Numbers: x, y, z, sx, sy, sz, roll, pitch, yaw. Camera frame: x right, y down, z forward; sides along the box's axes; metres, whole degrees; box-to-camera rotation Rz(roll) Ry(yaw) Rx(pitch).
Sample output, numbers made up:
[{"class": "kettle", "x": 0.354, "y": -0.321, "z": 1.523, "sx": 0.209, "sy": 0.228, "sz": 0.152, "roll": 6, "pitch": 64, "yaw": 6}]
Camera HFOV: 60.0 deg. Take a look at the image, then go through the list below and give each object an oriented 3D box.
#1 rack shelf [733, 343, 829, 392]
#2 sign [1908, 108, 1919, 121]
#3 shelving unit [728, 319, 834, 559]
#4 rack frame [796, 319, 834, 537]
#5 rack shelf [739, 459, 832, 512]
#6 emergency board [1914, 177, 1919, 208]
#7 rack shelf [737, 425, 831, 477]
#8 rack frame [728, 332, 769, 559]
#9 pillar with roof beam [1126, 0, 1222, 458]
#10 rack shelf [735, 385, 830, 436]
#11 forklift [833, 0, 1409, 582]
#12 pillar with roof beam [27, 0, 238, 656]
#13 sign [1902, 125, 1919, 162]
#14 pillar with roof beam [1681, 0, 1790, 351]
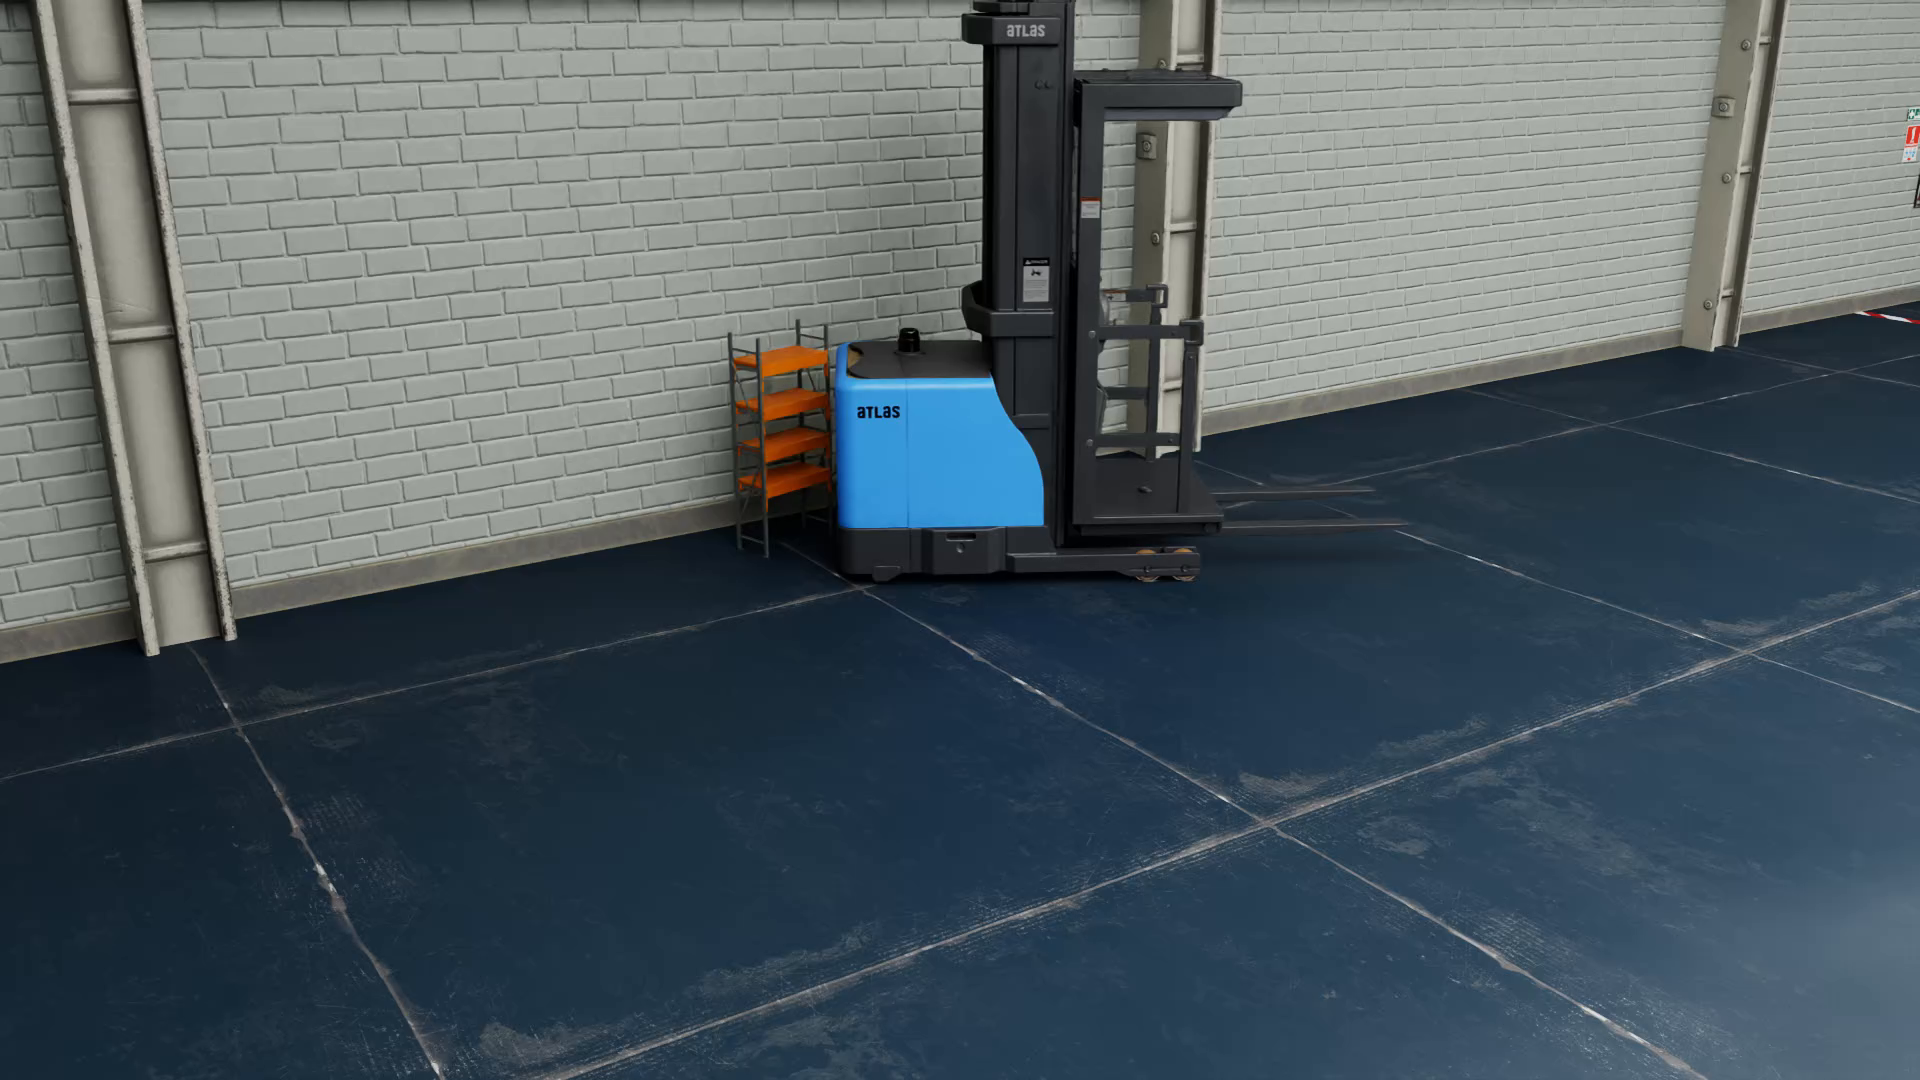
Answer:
[{"class": "rack shelf", "x": -0.962, "y": -0.924, "z": 8.878, "sx": 0.258, "sy": 0.148, "sz": 0.480, "roll": 16, "pitch": 24, "yaw": 39}, {"class": "sign", "x": 8.772, "y": -3.902, "z": 15.221, "sx": 0.331, "sy": 0.109, "sz": 0.001, "roll": -12, "pitch": 22, "yaw": -31}, {"class": "shelving unit", "x": -0.962, "y": -0.552, "z": 9.004, "sx": 0.258, "sy": 1.200, "sz": 0.503, "roll": 16, "pitch": 24, "yaw": 39}, {"class": "rack frame", "x": -0.800, "y": -0.610, "z": 9.177, "sx": 0.240, "sy": 1.200, "sz": 0.015, "roll": 16, "pitch": 24, "yaw": 39}, {"class": "rack shelf", "x": -0.962, "y": -0.300, "z": 9.089, "sx": 0.258, "sy": 0.148, "sz": 0.480, "roll": 16, "pitch": 24, "yaw": 39}, {"class": "emergency board", "x": 9.265, "y": -3.709, "z": 15.532, "sx": 0.626, "sy": 1.169, "sz": 0.157, "roll": -12, "pitch": 22, "yaw": -31}, {"class": "rack shelf", "x": -0.962, "y": -0.488, "z": 9.025, "sx": 0.258, "sy": 0.148, "sz": 0.480, "roll": 16, "pitch": 24, "yaw": 39}, {"class": "rack frame", "x": -1.123, "y": -0.493, "z": 8.830, "sx": 0.240, "sy": 1.200, "sz": 0.015, "roll": 16, "pitch": 24, "yaw": 39}, {"class": "pillar with roof beam", "x": 3.713, "y": -3.708, "z": 6.161, "sx": 0.400, "sy": 9.000, "sz": 9.100, "roll": -12, "pitch": 22, "yaw": -31}, {"class": "rack shelf", "x": -0.962, "y": -0.700, "z": 8.953, "sx": 0.258, "sy": 0.148, "sz": 0.480, "roll": 16, "pitch": 24, "yaw": 39}, {"class": "forklift", "x": 0.849, "y": -1.340, "z": 8.631, "sx": 3.031, "sy": 2.935, "sz": 1.130, "roll": -1, "pitch": 19, "yaw": -3}, {"class": "pillar with roof beam", "x": -1.299, "y": -2.651, "z": 3.035, "sx": 0.400, "sy": 9.000, "sz": 9.100, "roll": -12, "pitch": 22, "yaw": -31}, {"class": "sign", "x": 8.764, "y": -3.653, "z": 15.310, "sx": 0.234, "sy": 0.329, "sz": 0.001, "roll": -12, "pitch": 22, "yaw": -31}, {"class": "pillar with roof beam", "x": 8.724, "y": -4.764, "z": 9.287, "sx": 0.400, "sy": 9.000, "sz": 9.100, "roll": -12, "pitch": 22, "yaw": -31}]
